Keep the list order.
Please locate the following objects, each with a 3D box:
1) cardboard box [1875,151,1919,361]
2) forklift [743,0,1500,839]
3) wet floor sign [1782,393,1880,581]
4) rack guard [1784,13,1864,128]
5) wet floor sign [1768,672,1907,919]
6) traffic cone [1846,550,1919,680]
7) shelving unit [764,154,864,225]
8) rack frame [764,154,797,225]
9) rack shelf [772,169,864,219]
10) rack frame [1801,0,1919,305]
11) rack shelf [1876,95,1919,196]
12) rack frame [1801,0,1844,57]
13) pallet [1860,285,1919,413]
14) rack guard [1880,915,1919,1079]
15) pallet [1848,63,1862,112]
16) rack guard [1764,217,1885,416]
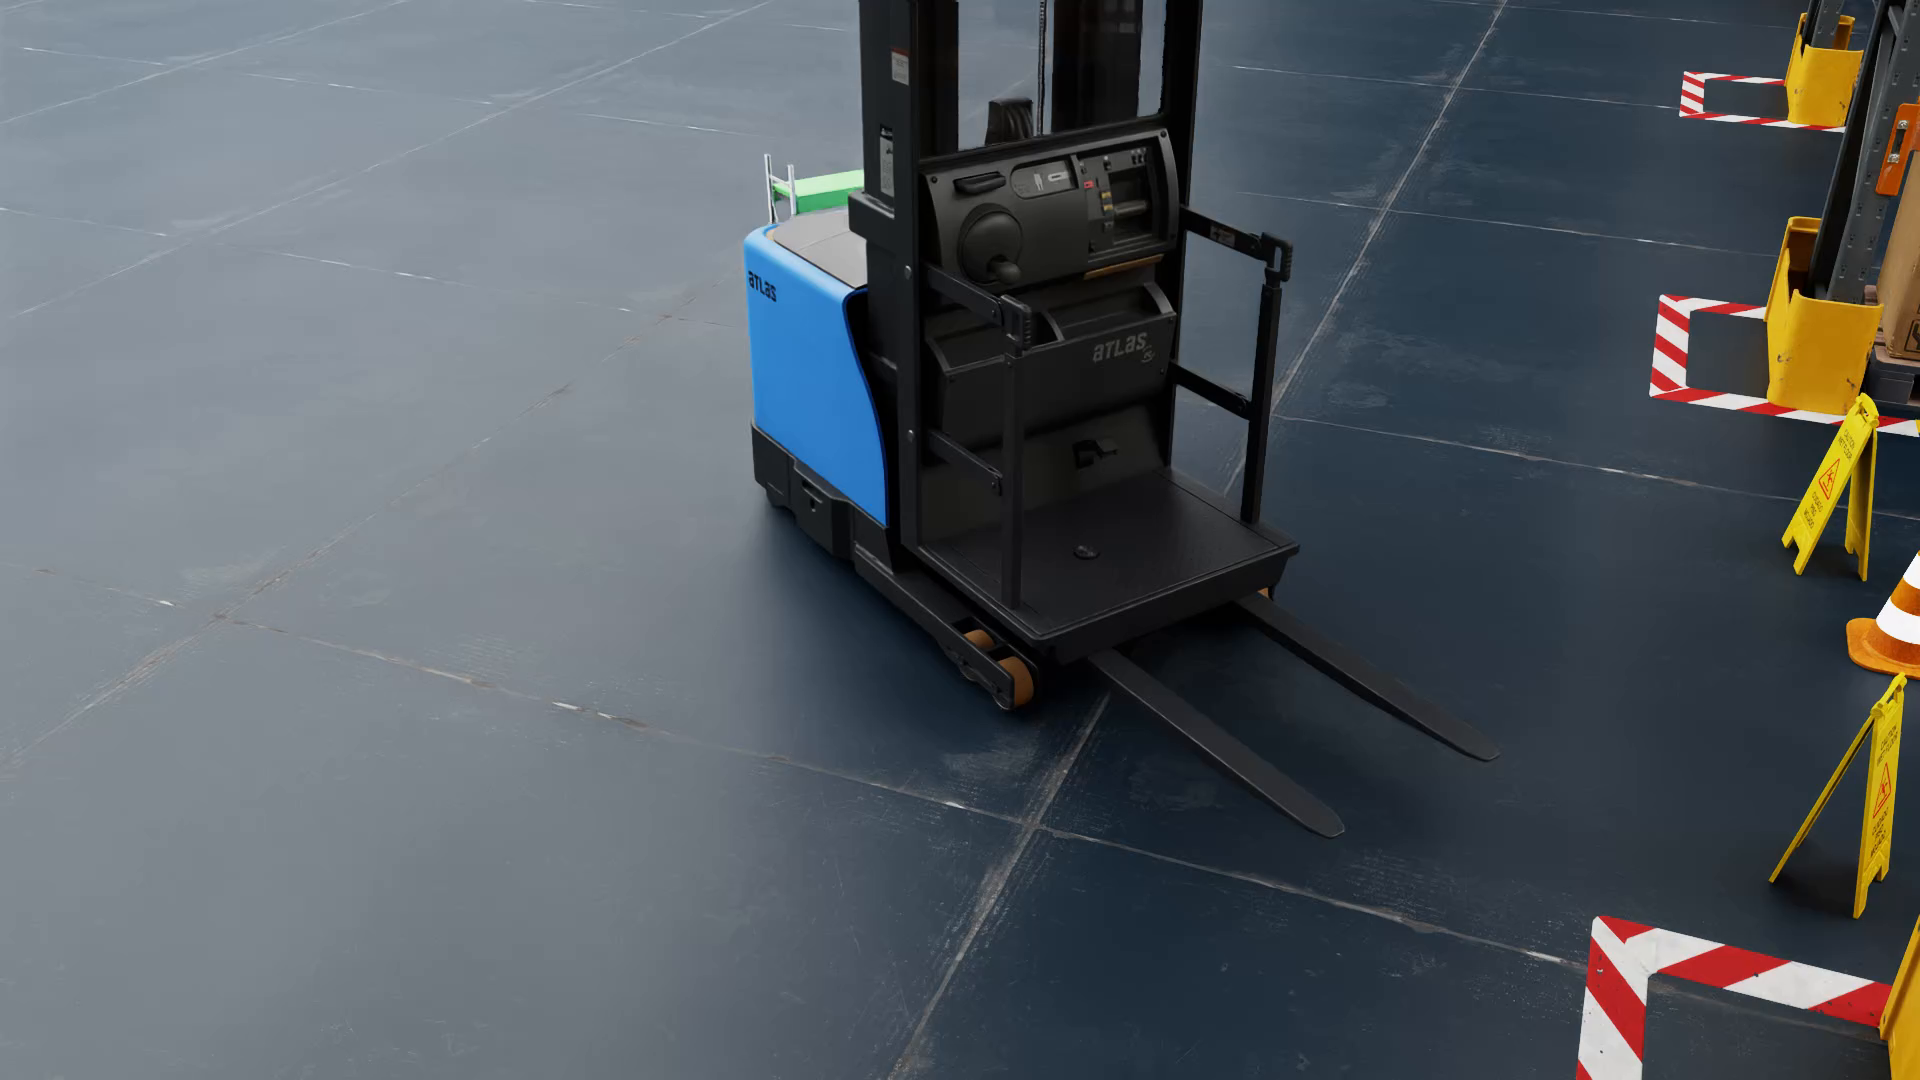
[{"bbox_3d":[4.599,-1.290,7.217,0.875,0.875,0.875,11,31,19],"label":"cardboard box"},{"bbox_3d":[0.422,-1.004,5.047,1.130,2.935,3.031,-18,34,-29],"label":"forklift"},{"bbox_3d":[3.174,-0.206,5.958,0.232,0.644,0.267,6,30,11],"label":"wet floor sign"},{"bbox_3d":[5.974,-3.268,11.525,0.348,0.500,1.175,11,31,19],"label":"rack guard"},{"bbox_3d":[2.404,0.650,4.445,0.232,0.644,0.267,24,37,36],"label":"wet floor sign"},{"bbox_3d":[3.164,0.175,5.471,0.334,0.463,0.336,11,31,19],"label":"traffic cone"},{"bbox_3d":[-0.464,-0.979,6.746,0.503,1.200,0.258,-16,29,-26],"label":"shelving unit"},{"bbox_3d":[-0.676,-0.919,6.640,0.015,1.200,0.240,-16,29,-26],"label":"rack frame"},{"bbox_3d":[-0.478,-1.352,6.562,0.480,0.148,0.258,-16,29,-26],"label":"rack shelf"},{"bbox_3d":[3.946,-2.128,6.966,0.127,3.000,1.000,11,31,19],"label":"rack frame"},{"bbox_3d":[5.799,-1.445,6.489,4.000,0.370,1.077,11,31,19],"label":"rack shelf"},{"bbox_3d":[5.904,-4.371,10.934,0.127,3.000,1.000,11,31,19],"label":"rack frame"},{"bbox_3d":[4.716,-0.802,7.454,1.213,0.211,1.003,11,31,19],"label":"pallet"},{"bbox_3d":[2.249,1.250,3.530,0.348,0.500,1.175,11,31,19],"label":"rack guard"},{"bbox_3d":[6.714,-2.976,11.301,1.213,0.211,1.003,11,31,19],"label":"pallet"},{"bbox_3d":[3.923,-1.044,7.589,0.348,0.500,1.175,11,31,19],"label":"rack guard"}]
